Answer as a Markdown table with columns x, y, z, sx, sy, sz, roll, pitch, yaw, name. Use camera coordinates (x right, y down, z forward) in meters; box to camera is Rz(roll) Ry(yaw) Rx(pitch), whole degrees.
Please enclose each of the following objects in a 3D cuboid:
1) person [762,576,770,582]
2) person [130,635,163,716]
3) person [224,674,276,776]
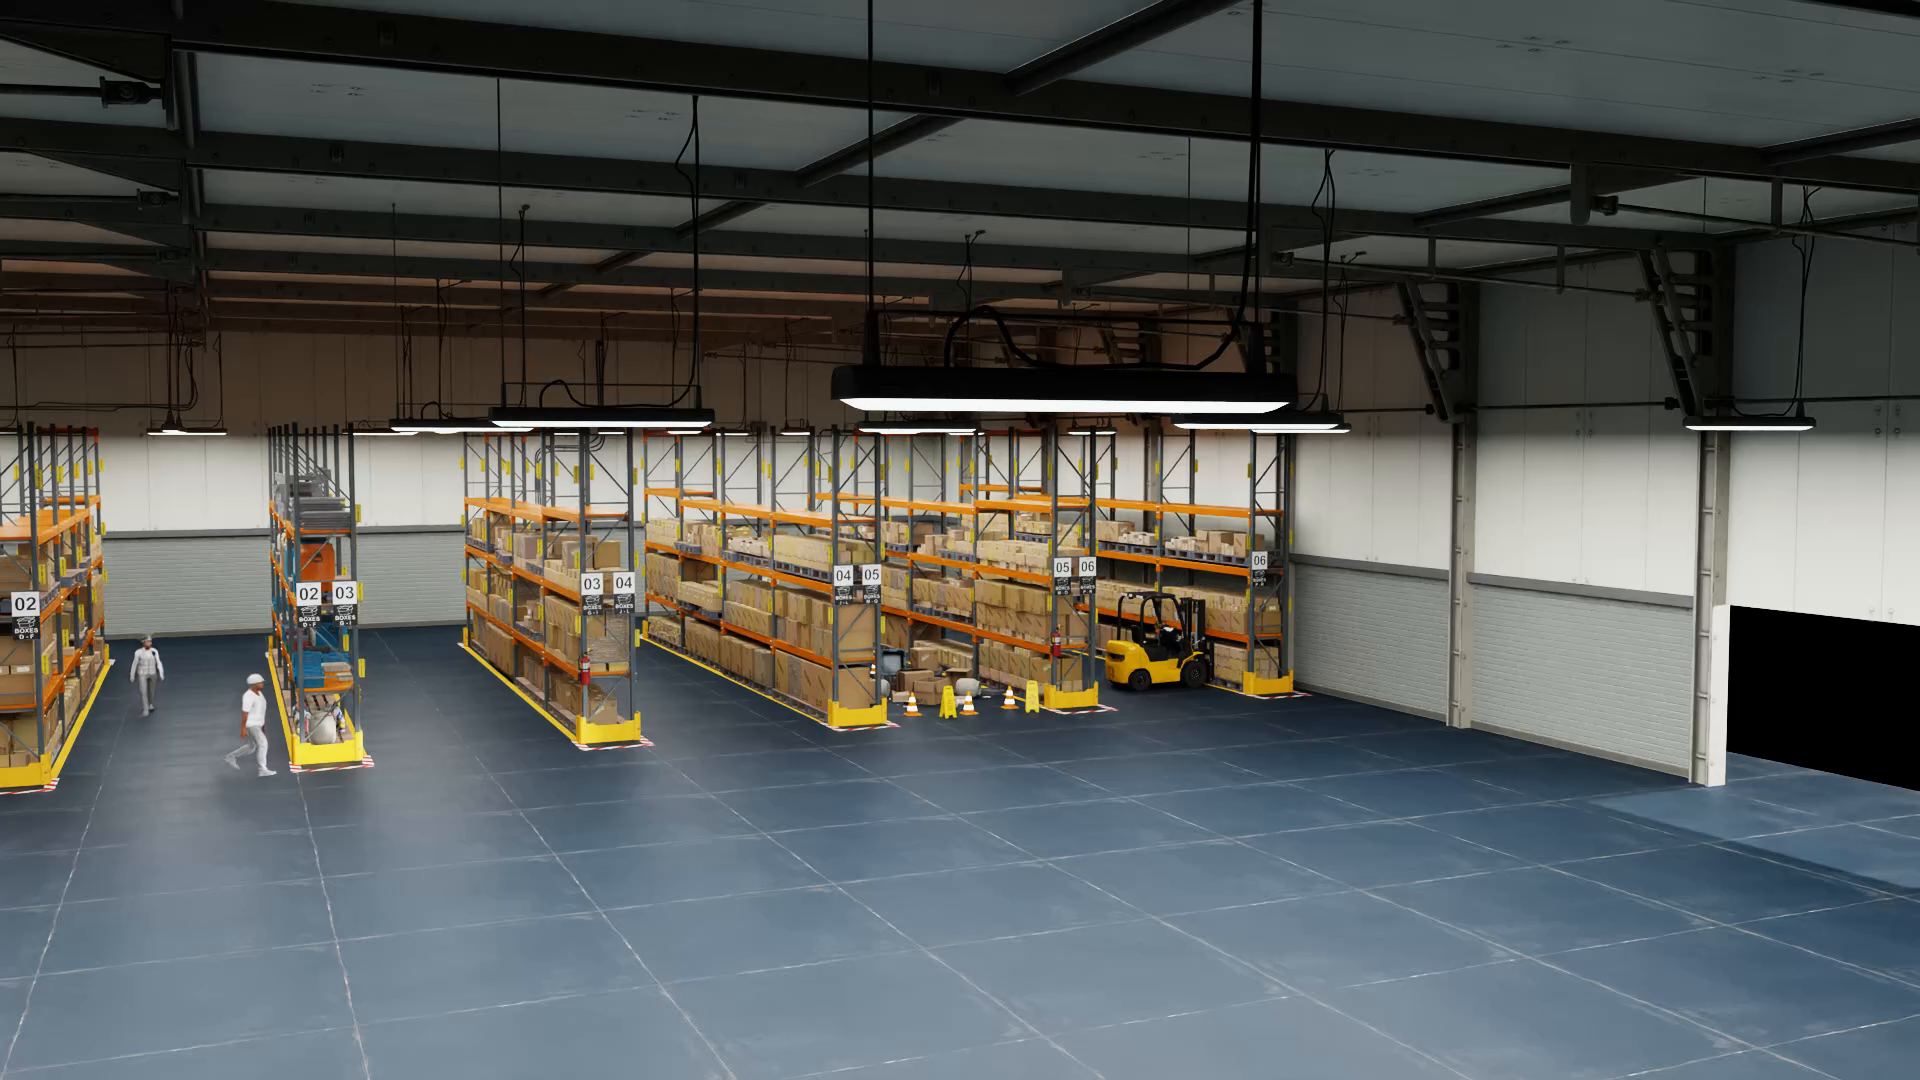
| x | y | z | sx | sy | sz | roll | pitch | yaw | name |
| --- | --- | --- | --- | --- | --- | --- | --- | --- | --- |
| -6.097 | 1.680 | 52.767 | 0.948 | 1.619 | 0.499 | -3 | 5 | -41 | person |
| -16.854 | 2.777 | 34.464 | 0.598 | 1.619 | 1.041 | -2 | 4 | -33 | person |
| -12.047 | 3.130 | 28.174 | 0.931 | 1.728 | 0.615 | 0 | 3 | -1 | person |
